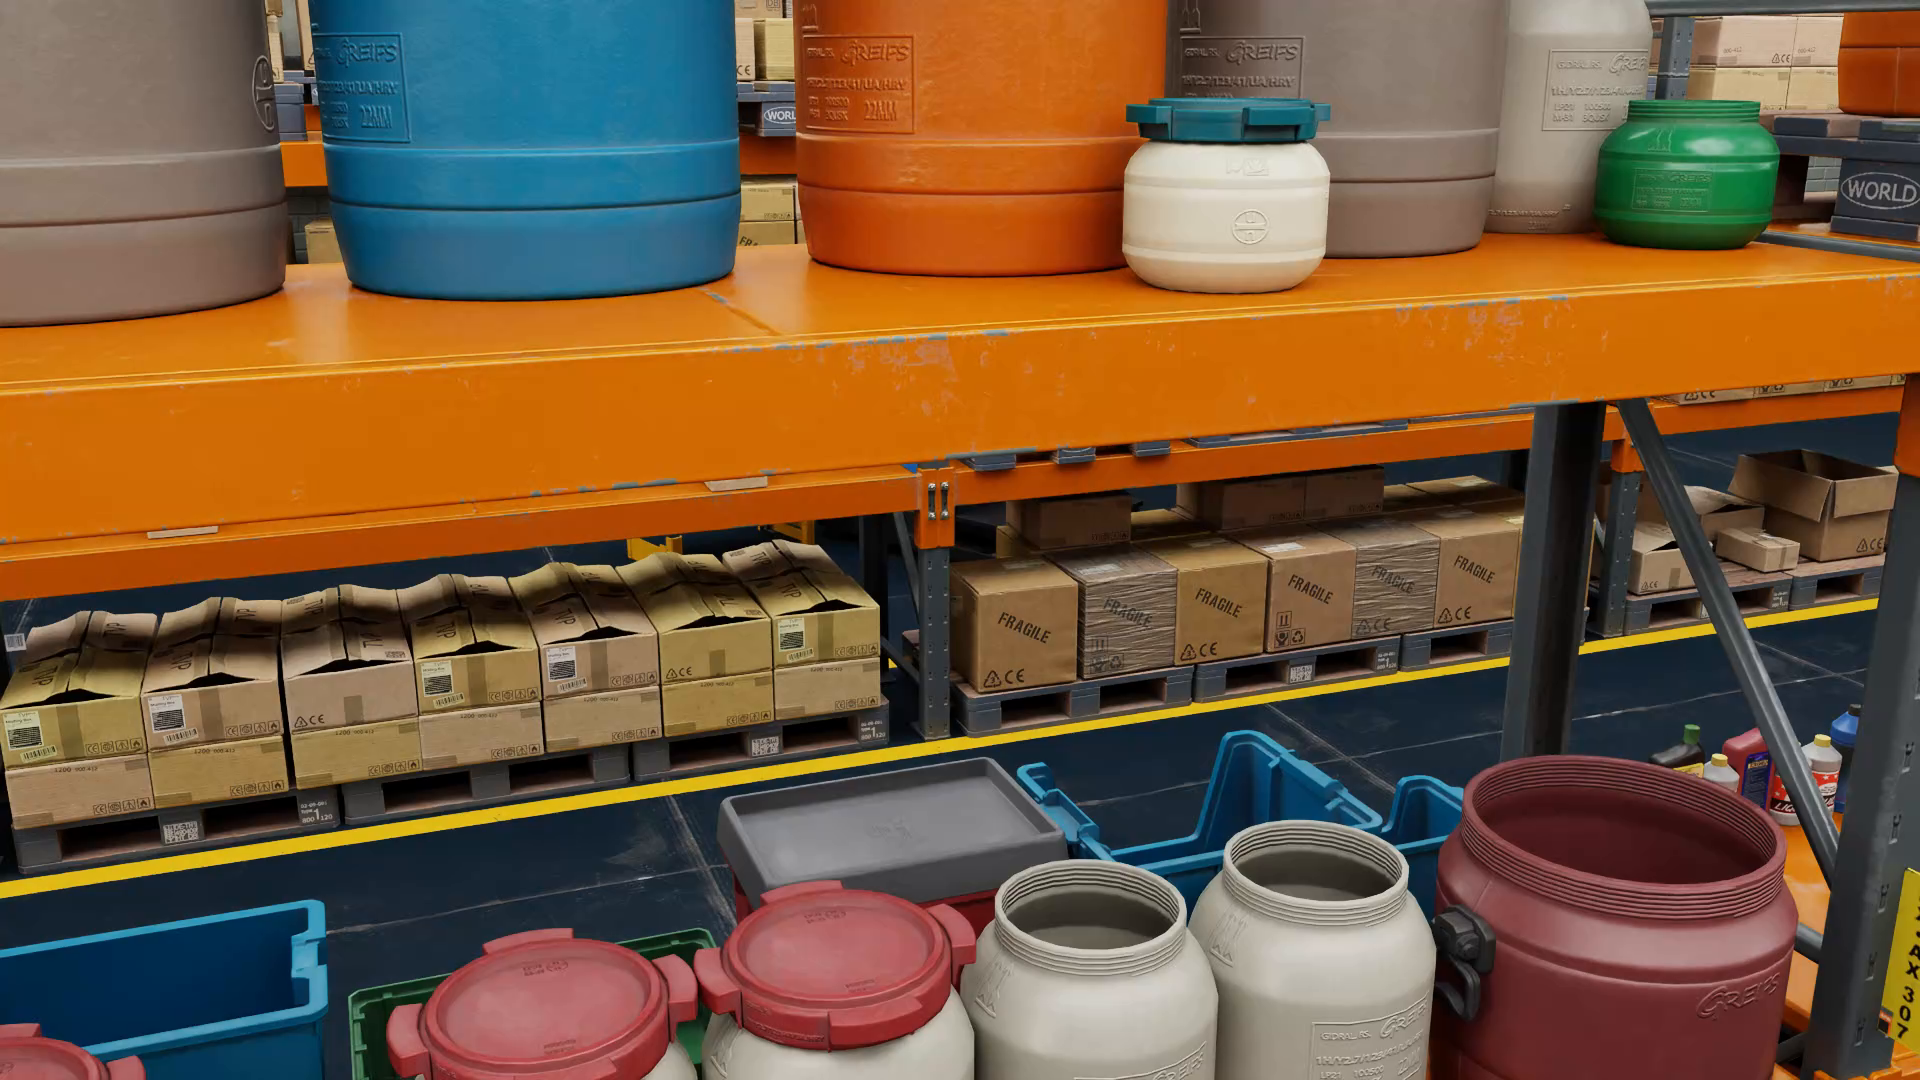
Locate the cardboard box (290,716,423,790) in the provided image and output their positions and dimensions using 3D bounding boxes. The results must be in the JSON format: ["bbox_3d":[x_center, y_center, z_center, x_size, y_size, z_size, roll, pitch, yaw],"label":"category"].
[{"bbox_3d":[-2.591,0.820,7.118,0.500,0.250,0.500,-7,18,-22],"label":"cardboard box"}]

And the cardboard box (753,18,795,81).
[{"bbox_3d":[-0.685,-2.130,7.225,0.500,0.250,0.500,-8,18,-24],"label":"cardboard box"}]

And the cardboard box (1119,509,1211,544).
[{"bbox_3d":[0.991,0.158,8.891,0.500,0.500,0.500,-7,18,-22],"label":"cardboard box"}]

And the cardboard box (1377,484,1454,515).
[{"bbox_3d":[2.420,0.005,9.414,0.500,0.500,0.500,-6,17,-19],"label":"cardboard box"}]

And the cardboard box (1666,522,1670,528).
[{"bbox_3d":[4.212,-0.054,10.237,0.250,0.149,0.380,-6,17,-20],"label":"cardboard box"}]

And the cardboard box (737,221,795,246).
[{"bbox_3d":[-1.513,-2.107,12.207,0.500,0.500,0.500,-6,17,-18],"label":"cardboard box"}]

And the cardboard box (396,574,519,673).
[{"bbox_3d":[-2.321,0.361,7.686,0.500,0.311,0.500,-6,18,-21],"label":"cardboard box"}]

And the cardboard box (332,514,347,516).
[{"bbox_3d":[-2.802,-0.393,6.934,0.500,0.500,0.500,-5,17,-16],"label":"cardboard box"}]

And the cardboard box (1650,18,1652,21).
[{"bbox_3d":[3.810,-2.753,9.203,0.500,0.250,0.500,-6,17,-20],"label":"cardboard box"}]

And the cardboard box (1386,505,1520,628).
[{"bbox_3d":[2.630,0.136,8.967,0.500,0.500,0.500,-6,17,-20],"label":"cardboard box"}]

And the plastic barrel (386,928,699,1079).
[{"bbox_3d":[-0.591,0.907,2.444,0.433,0.535,0.433,0,16,0],"label":"plastic barrel"}]

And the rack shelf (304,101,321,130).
[{"bbox_3d":[-3.926,-2.817,11.321,4.000,0.370,1.077,-6,17,-20],"label":"rack shelf"}]

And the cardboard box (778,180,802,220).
[{"bbox_3d":[-1.040,-2.517,12.274,0.500,0.250,0.500,-6,18,-21],"label":"cardboard box"}]

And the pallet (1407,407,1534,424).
[{"bbox_3d":[2.668,-0.881,9.116,1.213,0.211,1.003,-6,17,-20],"label":"pallet"}]

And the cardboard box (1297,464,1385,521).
[{"bbox_3d":[1.981,-0.311,9.159,0.500,0.250,0.500,-6,17,-20],"label":"cardboard box"}]

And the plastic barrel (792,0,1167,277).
[{"bbox_3d":[0.032,-0.872,2.657,0.708,0.830,0.600,-6,17,-20],"label":"plastic barrel"}]

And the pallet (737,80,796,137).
[{"bbox_3d":[-0.884,-1.878,7.183,1.003,0.211,1.213,-5,17,-18],"label":"pallet"}]

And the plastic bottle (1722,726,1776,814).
[{"bbox_3d":[1.928,0.562,4.069,0.133,0.283,0.061,-6,17,-20],"label":"plastic bottle"}]

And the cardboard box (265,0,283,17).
[{"bbox_3d":[-2.904,-2.262,6.345,0.500,0.500,0.500,-4,17,-15],"label":"cardboard box"}]

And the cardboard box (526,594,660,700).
[{"bbox_3d":[-1.638,0.449,7.385,0.500,0.311,0.500,-6,17,-20],"label":"cardboard box"}]

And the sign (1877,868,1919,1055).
[{"bbox_3d":[1.690,0.748,2.939,0.005,0.325,0.100,-6,17,-20],"label":"sign"}]

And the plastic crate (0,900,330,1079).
[{"bbox_3d":[-1.329,0.900,2.739,0.575,0.384,0.392,-6,17,-20],"label":"plastic crate"}]

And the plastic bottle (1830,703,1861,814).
[{"bbox_3d":[2.224,0.541,4.161,0.097,0.271,0.097,0,16,0],"label":"plastic bottle"}]

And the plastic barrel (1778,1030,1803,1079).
[{"bbox_3d":[1.938,1.468,3.882,0.708,0.830,0.600,-6,17,-20],"label":"plastic barrel"}]

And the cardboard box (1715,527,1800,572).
[{"bbox_3d":[4.727,0.048,9.859,0.250,0.166,0.380,-6,17,-20],"label":"cardboard box"}]

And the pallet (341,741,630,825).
[{"bbox_3d":[-2.202,0.911,7.622,1.213,0.211,1.003,-6,17,-20],"label":"pallet"}]

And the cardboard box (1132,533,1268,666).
[{"bbox_3d":[1.202,0.292,8.435,0.500,0.500,0.500,-6,18,-21],"label":"cardboard box"}]

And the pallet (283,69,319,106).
[{"bbox_3d":[-4.211,-3.010,11.035,1.003,0.211,1.213,-6,17,-20],"label":"pallet"}]

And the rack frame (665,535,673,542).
[{"bbox_3d":[-1.947,-0.553,10.320,0.032,1.500,0.500,-13,21,-38],"label":"rack frame"}]

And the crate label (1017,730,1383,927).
[{"bbox_3d":[0.462,0.694,3.349,0.616,0.435,0.502,-6,17,-20],"label":"crate label"}]

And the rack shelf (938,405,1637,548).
[{"bbox_3d":[1.586,-0.478,8.680,4.000,0.370,1.077,-6,17,-20],"label":"rack shelf"}]

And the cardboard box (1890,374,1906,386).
[{"bbox_3d":[5.446,-1.207,9.706,0.500,0.500,0.500,-6,18,-21],"label":"cardboard box"}]

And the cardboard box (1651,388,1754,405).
[{"bbox_3d":[4.027,-1.053,9.182,0.500,0.500,0.500,-6,17,-19],"label":"cardboard box"}]

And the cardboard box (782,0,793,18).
[{"bbox_3d":[-1.150,-3.754,12.277,0.500,0.500,0.700,-7,18,-23],"label":"cardboard box"}]

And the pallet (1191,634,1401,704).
[{"bbox_3d":[1.566,0.529,8.922,1.213,0.211,1.003,-6,17,-20],"label":"pallet"}]

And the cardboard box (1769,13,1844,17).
[{"bbox_3d":[4.411,-3.064,8.933,0.500,0.500,0.700,-6,17,-20],"label":"cardboard box"}]

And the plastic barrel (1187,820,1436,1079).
[{"bbox_3d":[0.603,0.788,2.892,0.421,0.512,0.421,0,16,0],"label":"plastic barrel"}]

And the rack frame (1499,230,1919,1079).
[{"bbox_3d":[1.487,0.682,3.452,0.127,3.000,1.000,-6,17,-20],"label":"rack frame"}]

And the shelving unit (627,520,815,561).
[{"bbox_3d":[-1.550,-0.647,10.638,1.083,1.500,0.587,-13,21,-38],"label":"shelving unit"}]

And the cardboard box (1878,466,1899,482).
[{"bbox_3d":[6.112,-0.289,10.860,0.500,0.250,0.500,-6,17,-20],"label":"cardboard box"}]

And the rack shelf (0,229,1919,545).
[{"bbox_3d":[-0.381,-0.211,2.445,4.000,0.370,1.077,-6,17,-20],"label":"rack shelf"}]

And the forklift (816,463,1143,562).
[{"bbox_3d":[0.476,-1.293,10.299,3.031,2.935,1.130,13,21,38],"label":"forklift"}]

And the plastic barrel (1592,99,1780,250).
[{"bbox_3d":[1.275,-0.644,2.921,0.294,0.245,0.294,0,16,0],"label":"plastic barrel"}]

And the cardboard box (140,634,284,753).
[{"bbox_3d":[-3.073,0.605,6.854,0.500,0.311,0.500,-6,18,-21],"label":"cardboard box"}]

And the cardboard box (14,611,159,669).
[{"bbox_3d":[-3.742,0.514,7.164,0.500,0.311,0.500,-6,17,-20],"label":"cardboard box"}]

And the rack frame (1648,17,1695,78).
[{"bbox_3d":[3.453,-3.903,8.420,0.127,3.000,1.000,-6,17,-20],"label":"rack frame"}]

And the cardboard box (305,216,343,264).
[{"bbox_3d":[-4.178,-1.952,11.463,0.500,0.500,0.700,-4,17,-12],"label":"cardboard box"}]

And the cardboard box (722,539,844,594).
[{"bbox_3d":[-0.876,0.203,8.224,0.500,0.311,0.500,-6,17,-18],"label":"cardboard box"}]

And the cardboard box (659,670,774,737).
[{"bbox_3d":[-1.166,0.666,7.641,0.500,0.250,0.500,-6,18,-21],"label":"cardboard box"}]
